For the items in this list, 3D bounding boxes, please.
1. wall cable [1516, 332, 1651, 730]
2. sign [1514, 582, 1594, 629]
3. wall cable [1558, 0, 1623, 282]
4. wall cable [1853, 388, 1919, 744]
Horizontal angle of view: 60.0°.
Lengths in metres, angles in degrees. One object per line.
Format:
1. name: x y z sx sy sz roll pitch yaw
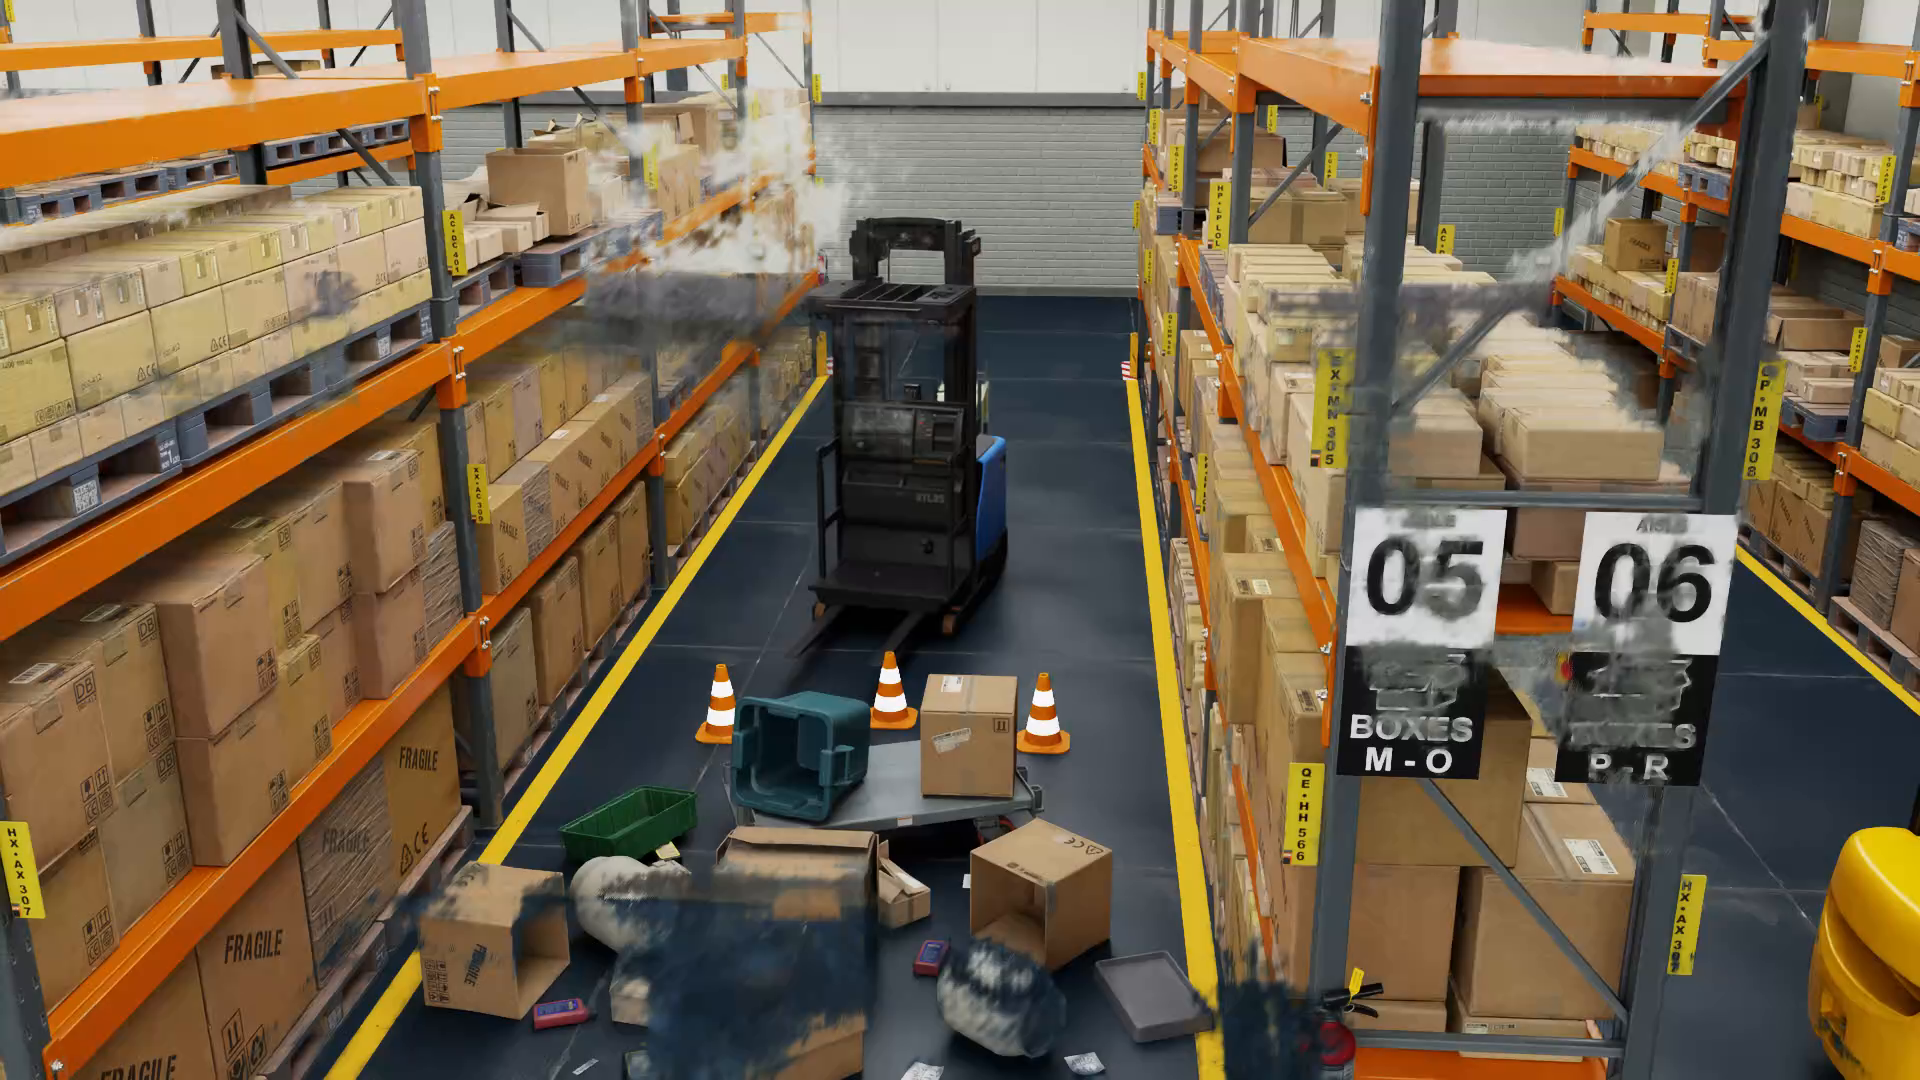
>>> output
1. wall cable: 3.074 -5.705 25.333 0.585 1.953 0.123 1 18 4
2. sign: 3.031 -5.355 25.516 0.327 0.218 0.001 1 18 4
3. wall cable: 2.820 -8.079 24.627 0.463 3.000 0.029 1 18 4
4. wall cable: 4.490 -5.662 25.253 0.588 1.984 0.122 1 18 4
